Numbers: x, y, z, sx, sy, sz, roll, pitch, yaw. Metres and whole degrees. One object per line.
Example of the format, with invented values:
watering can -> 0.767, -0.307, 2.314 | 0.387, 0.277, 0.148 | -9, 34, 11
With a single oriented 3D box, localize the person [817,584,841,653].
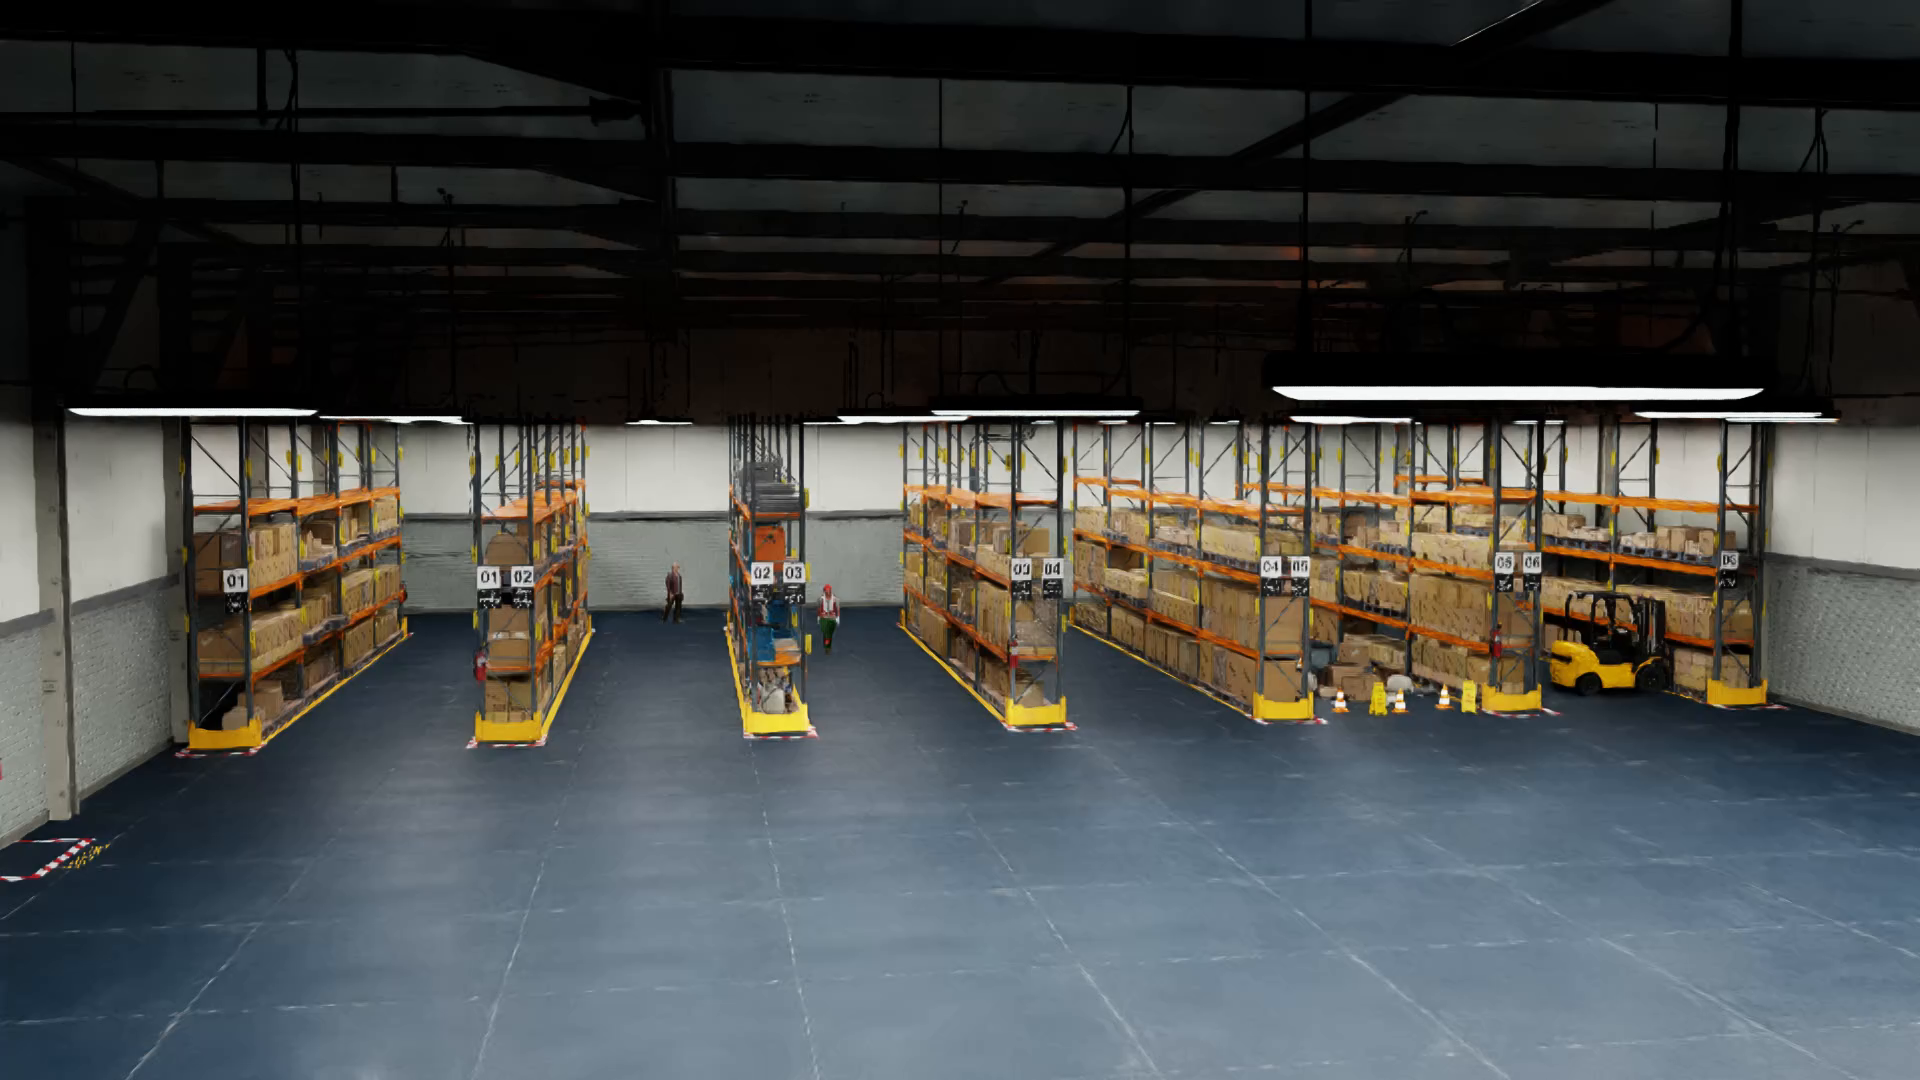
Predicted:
person -> -3.334, 1.980, 42.298 | 0.567, 1.736, 1.044 | -1, 4, -10

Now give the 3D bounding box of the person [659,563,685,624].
person -> -8.403, 1.599, 48.289 | 0.497, 1.630, 0.753 | 3, 5, 38
